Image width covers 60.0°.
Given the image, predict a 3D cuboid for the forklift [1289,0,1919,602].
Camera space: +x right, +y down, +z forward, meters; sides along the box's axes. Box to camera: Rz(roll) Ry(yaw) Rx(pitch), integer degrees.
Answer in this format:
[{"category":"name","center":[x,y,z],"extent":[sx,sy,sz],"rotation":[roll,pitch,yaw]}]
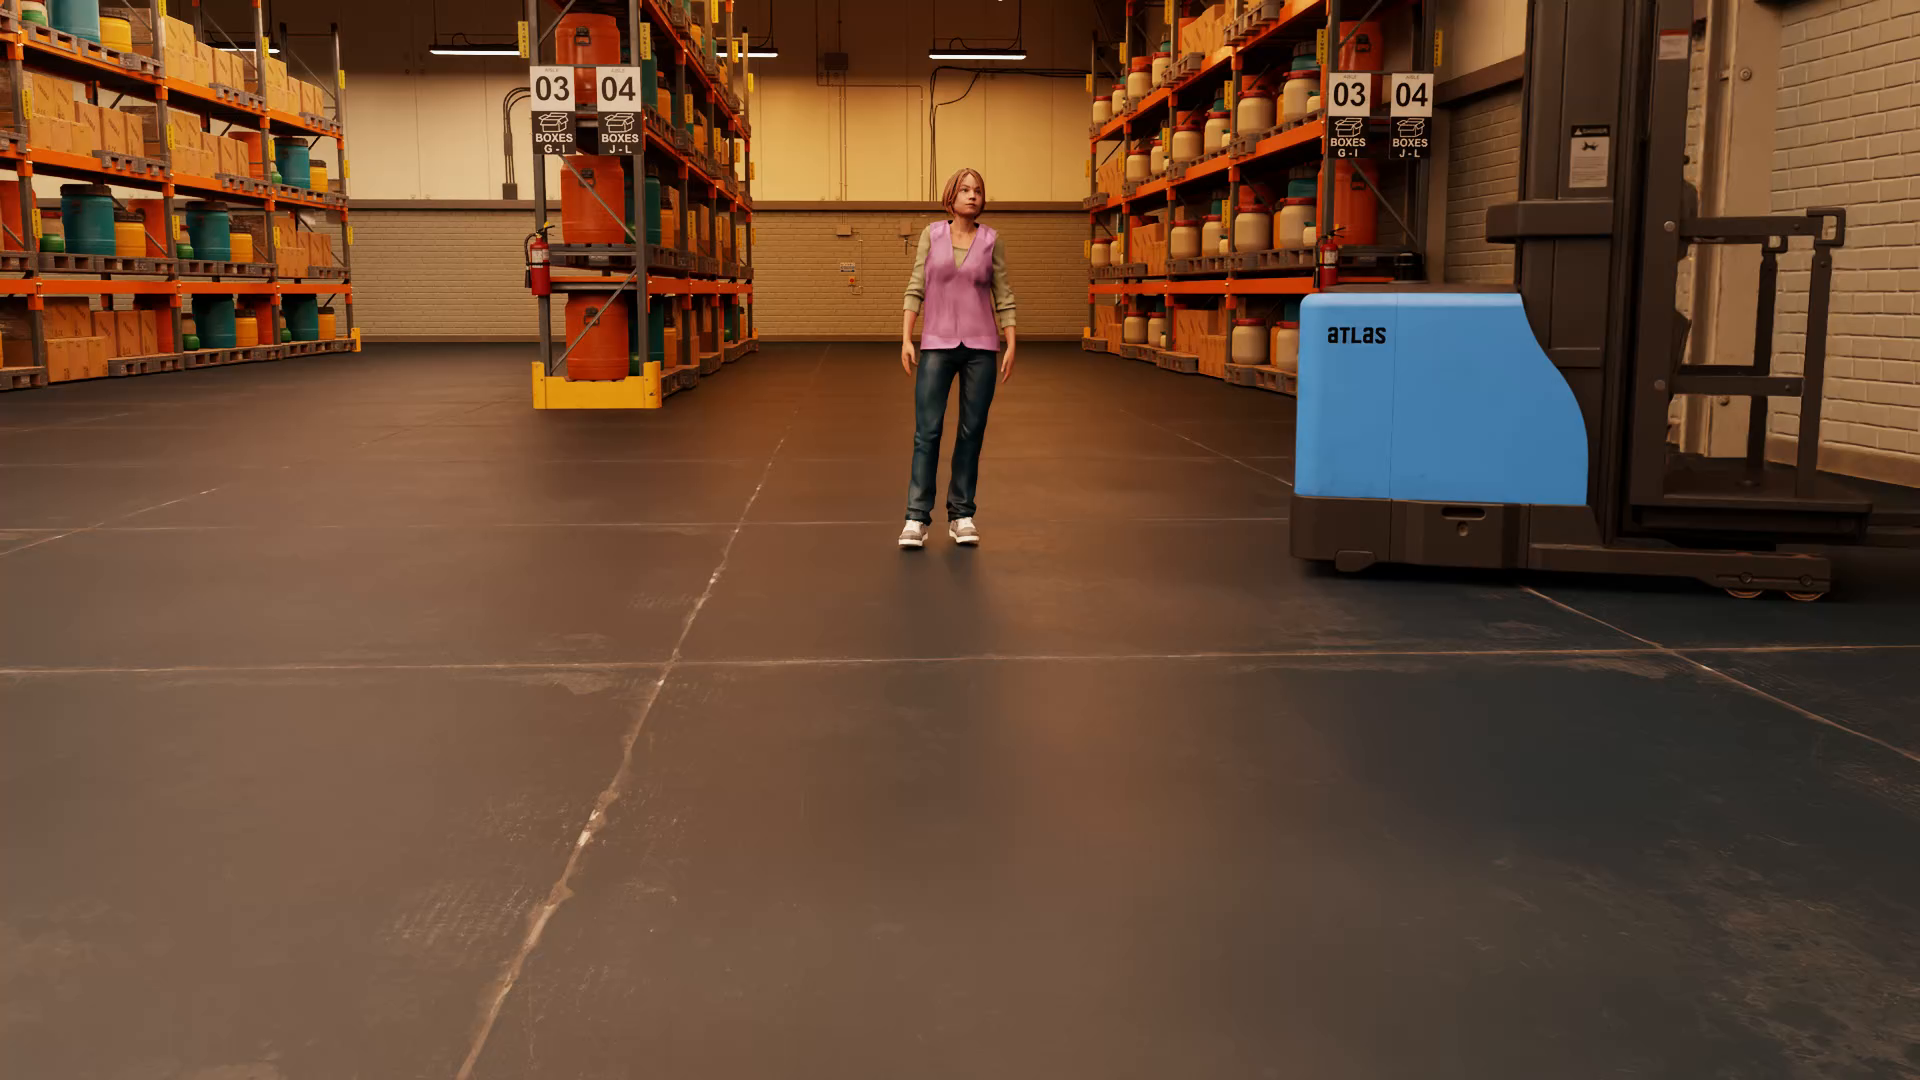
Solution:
[{"category":"forklift","center":[2.848,-1.320,6.220],"extent":[3.031,2.935,1.130],"rotation":[2,9,16]}]

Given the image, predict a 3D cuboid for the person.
[{"category":"person","center":[-0.009,-0.786,7.117],"extent":[0.521,1.599,0.473],"rotation":[-1,8,-4]}]
